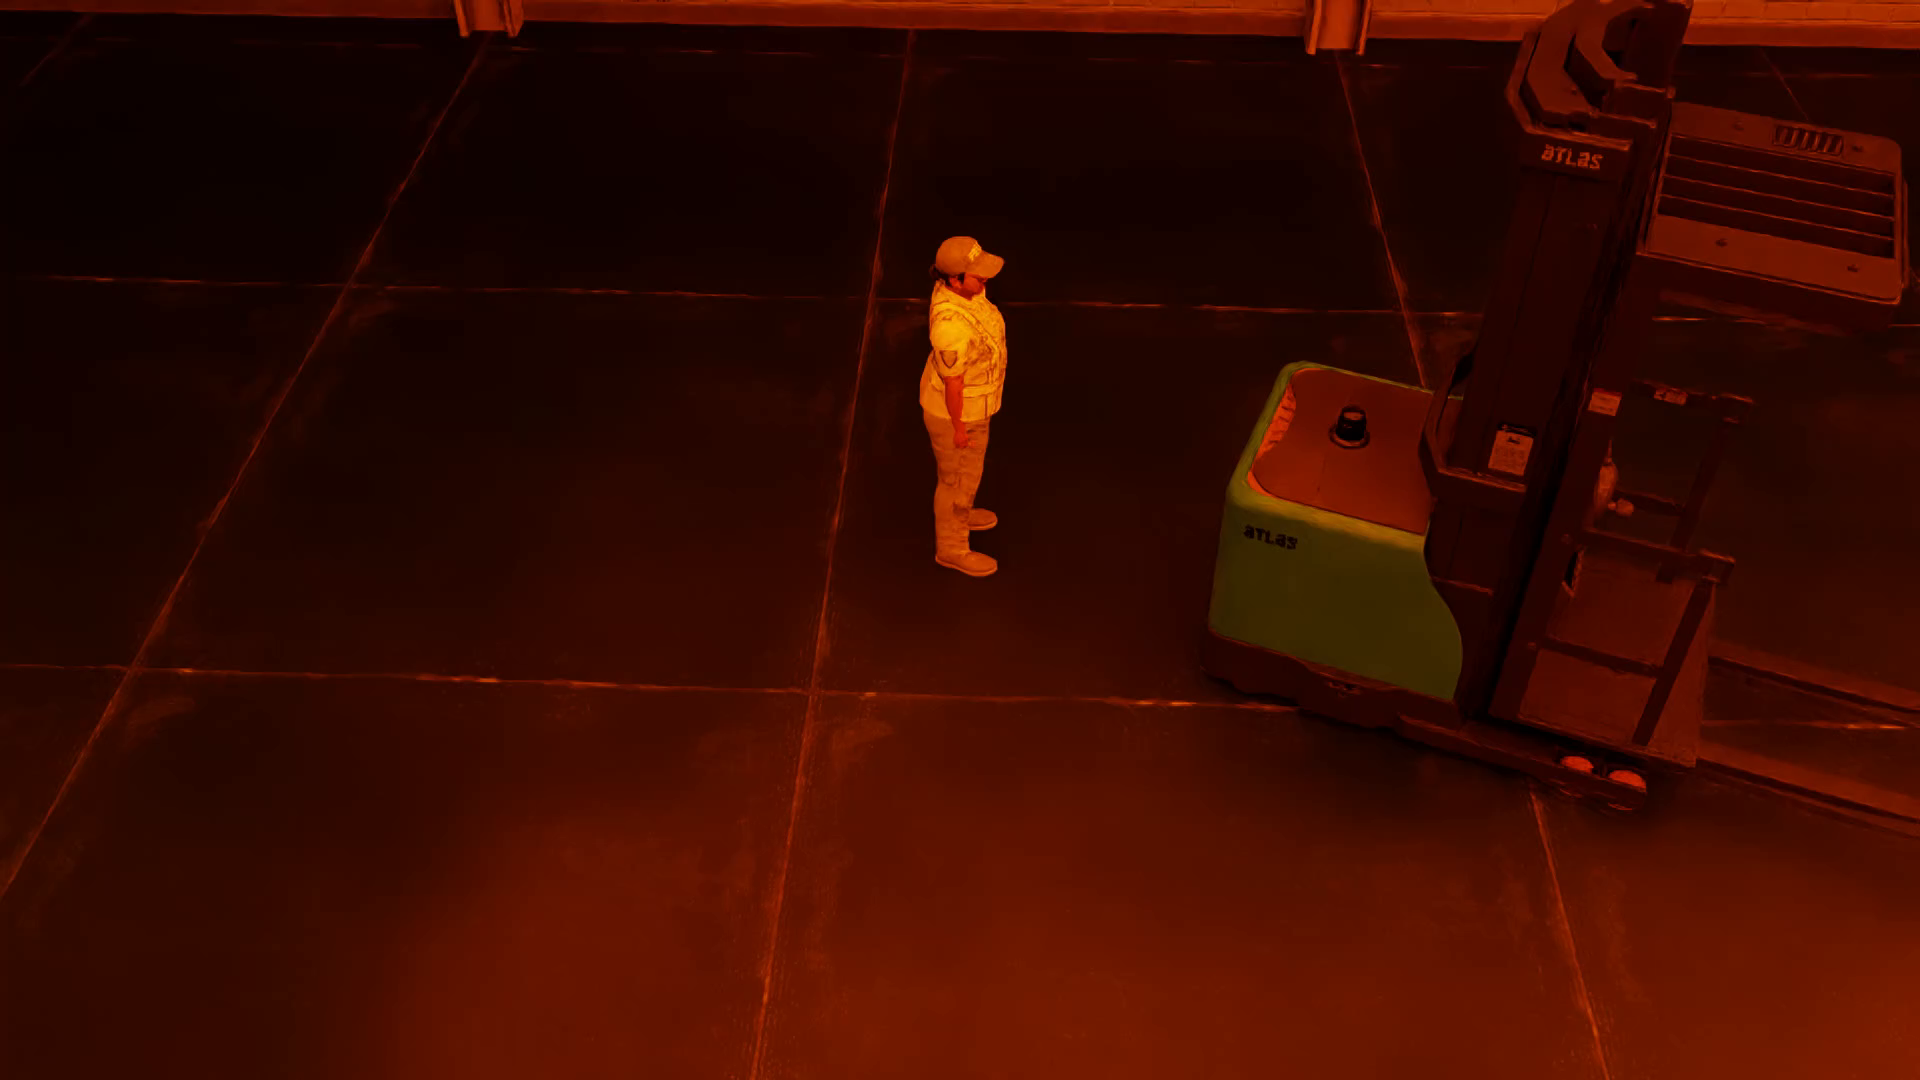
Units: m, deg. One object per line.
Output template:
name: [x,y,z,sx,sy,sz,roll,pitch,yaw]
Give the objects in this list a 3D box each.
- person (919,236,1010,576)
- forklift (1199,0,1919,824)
person: [0.017,-0.608,7.351,0.390,1.669,0.482,2,42,2]
forklift: [2.609,-0.401,6.182,3.031,2.935,1.130,16,45,16]
